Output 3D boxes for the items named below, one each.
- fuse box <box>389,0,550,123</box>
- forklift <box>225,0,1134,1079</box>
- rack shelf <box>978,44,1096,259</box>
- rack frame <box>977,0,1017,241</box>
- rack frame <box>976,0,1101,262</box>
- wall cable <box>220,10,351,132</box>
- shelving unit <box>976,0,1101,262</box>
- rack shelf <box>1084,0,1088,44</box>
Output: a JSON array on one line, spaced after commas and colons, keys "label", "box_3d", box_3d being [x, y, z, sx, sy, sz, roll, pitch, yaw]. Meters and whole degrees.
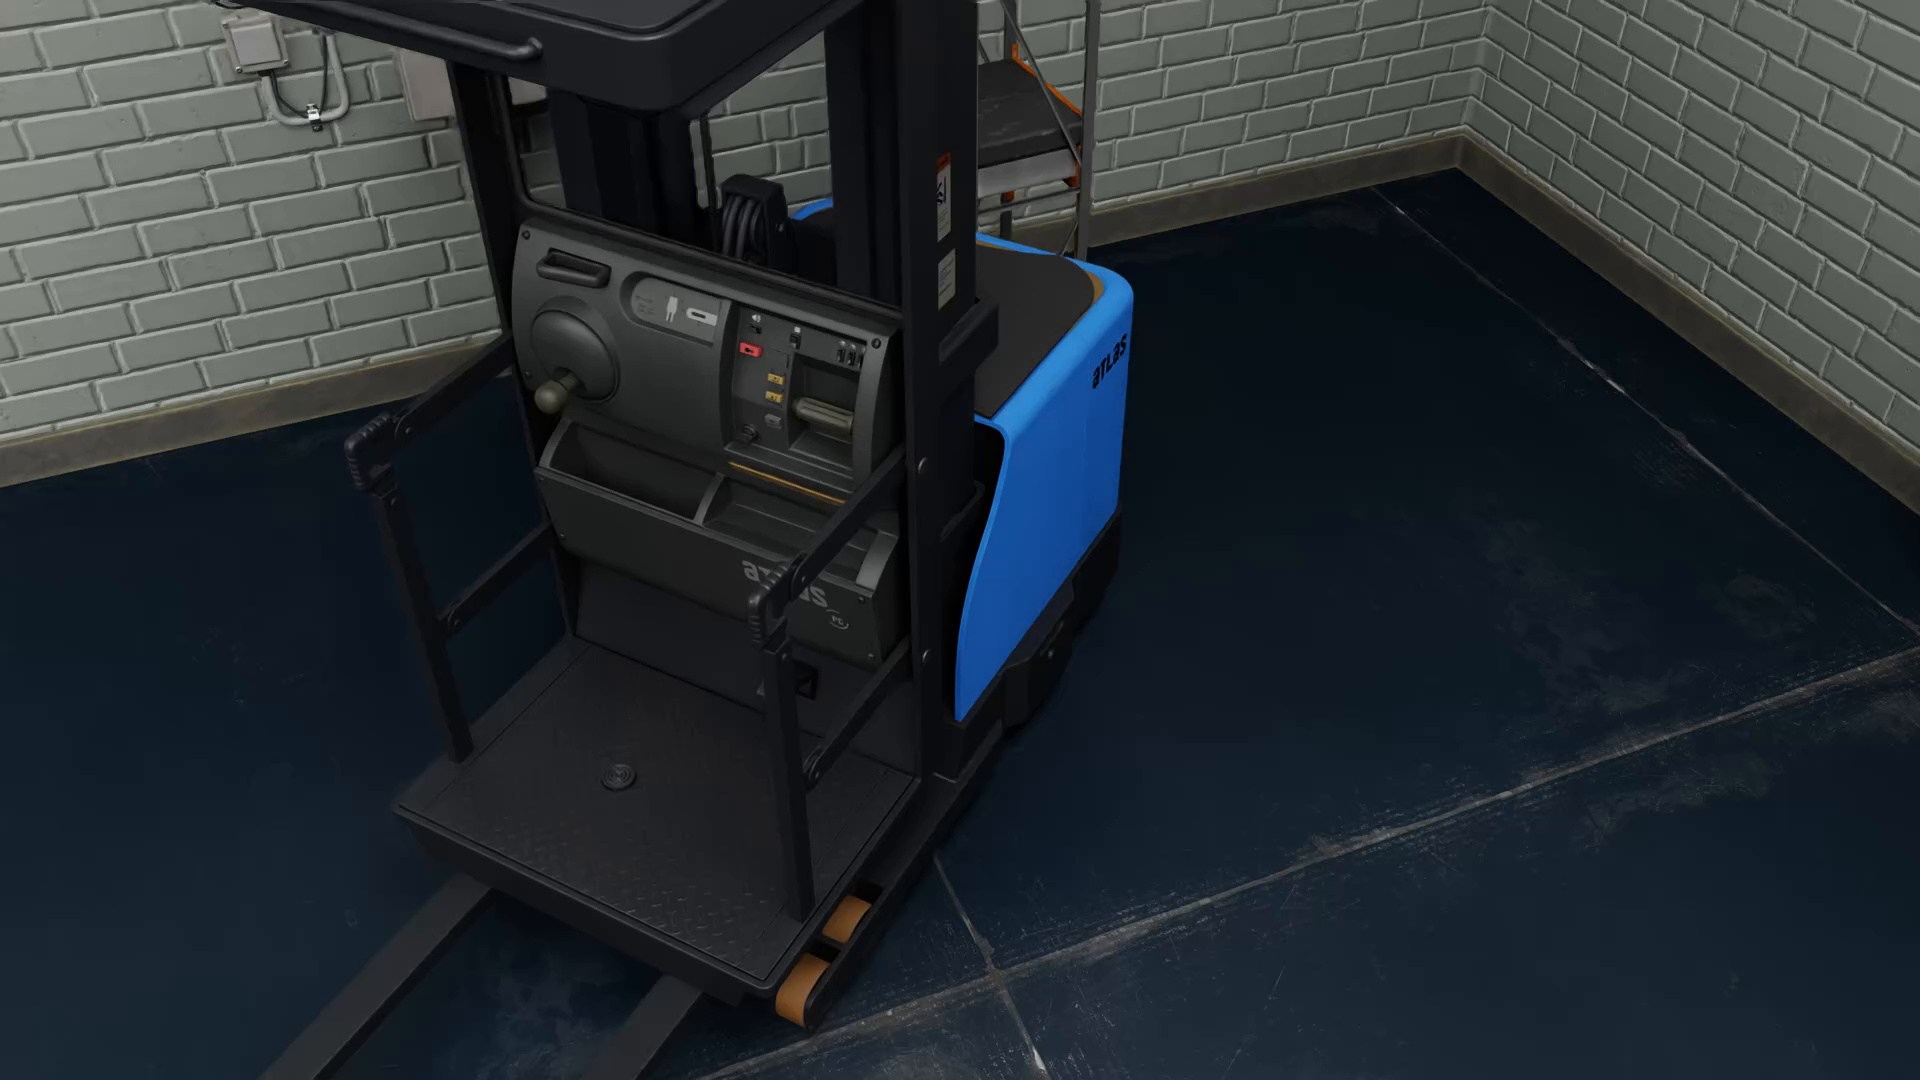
[{"label": "fuse box", "box_3d": [-1.420, -1.160, 5.286, 0.539, 1.711, 0.414, -15, 43, -17]}, {"label": "forklift", "box_3d": [-0.664, -0.310, 3.362, 1.130, 2.935, 3.031, 19, 44, 21]}, {"label": "rack shelf", "box_3d": [0.090, -1.096, 4.936, 0.431, 0.518, 0.480, -17, 44, -19]}, {"label": "rack frame", "box_3d": [-0.016, -1.250, 5.093, 0.400, 2.100, 0.015, -17, 44, -19]}, {"label": "rack frame", "box_3d": [0.196, -0.963, 4.760, 0.400, 2.100, 0.015, -17, 44, -19]}, {"label": "wall cable", "box_3d": [-2.111, -1.958, 4.447, 0.588, 1.984, 0.122, -15, 43, -17]}, {"label": "shelving unit", "box_3d": [0.090, -1.107, 4.927, 0.431, 2.100, 0.503, -17, 44, -19]}, {"label": "rack shelf", "box_3d": [0.090, -1.627, 4.479, 0.431, 0.518, 0.480, -17, 44, -19]}]
